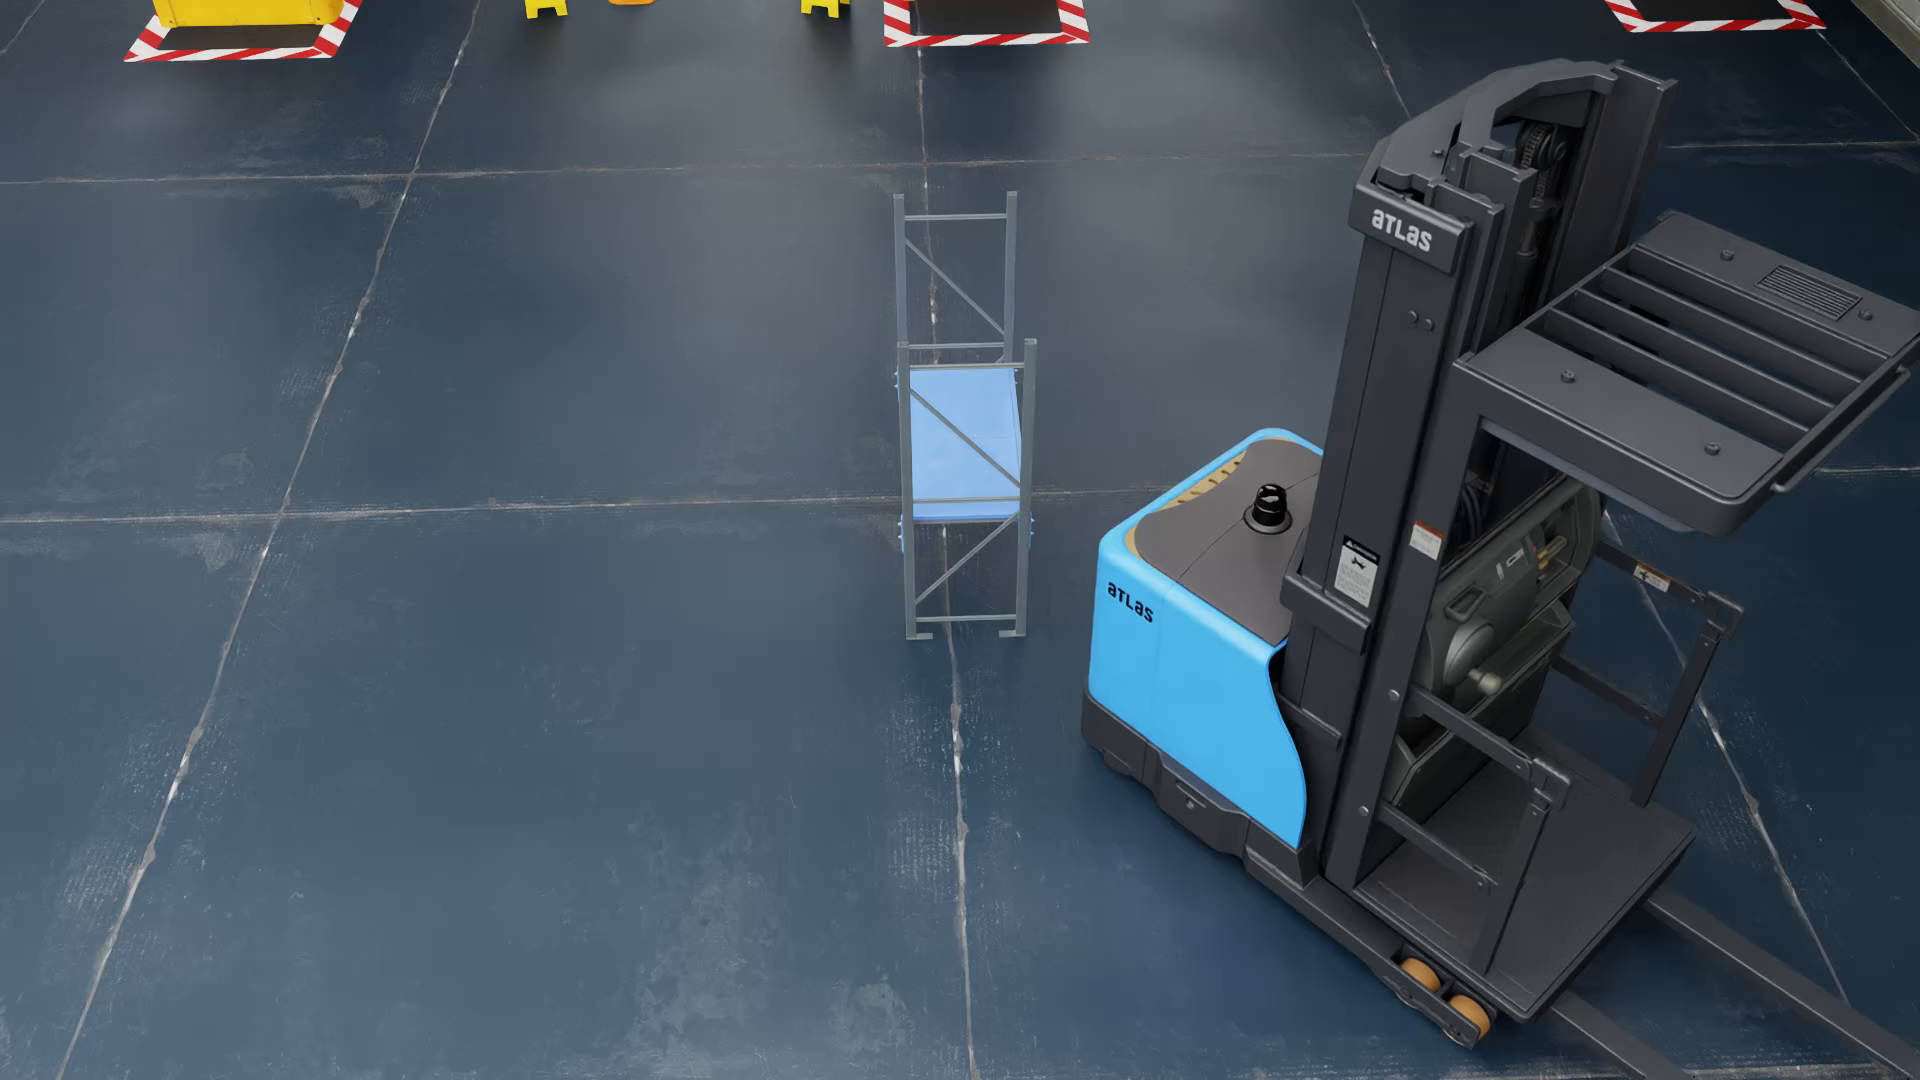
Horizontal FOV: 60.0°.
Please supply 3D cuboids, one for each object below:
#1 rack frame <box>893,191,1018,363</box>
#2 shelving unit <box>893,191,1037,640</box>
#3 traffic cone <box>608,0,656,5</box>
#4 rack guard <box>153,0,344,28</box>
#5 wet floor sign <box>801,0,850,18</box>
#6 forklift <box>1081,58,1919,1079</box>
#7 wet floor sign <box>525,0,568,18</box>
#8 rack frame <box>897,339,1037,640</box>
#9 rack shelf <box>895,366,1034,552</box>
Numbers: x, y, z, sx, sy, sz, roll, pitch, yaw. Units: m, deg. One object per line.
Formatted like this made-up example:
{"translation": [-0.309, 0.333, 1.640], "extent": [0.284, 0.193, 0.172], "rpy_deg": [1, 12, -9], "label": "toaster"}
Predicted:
{"translation": [-0.018, -0.838, 7.204], "extent": [0.500, 1.500, 0.032], "rpy_deg": [-2, 43, -2], "label": "rack frame"}
{"translation": [0.004, -0.495, 6.830], "extent": [0.538, 1.500, 1.048], "rpy_deg": [-2, 43, -2], "label": "shelving unit"}
{"translation": [-2.258, -3.956, 11.373], "extent": [0.336, 0.463, 0.334], "rpy_deg": [-2, 43, -2], "label": "traffic cone"}
{"translation": [-4.797, -3.751, 11.122], "extent": [1.175, 0.500, 0.348], "rpy_deg": [-2, 43, -2], "label": "rack guard"}
{"translation": [-0.918, -3.872, 11.147], "extent": [0.267, 0.644, 0.232], "rpy_deg": [12, 44, 13], "label": "wet floor sign"}
{"translation": [1.849, 0.208, 5.004], "extent": [1.130, 2.935, 3.031], "rpy_deg": [-33, 52, -30], "label": "forklift"}
{"translation": [-2.819, -3.858, 11.131], "extent": [0.267, 0.644, 0.232], "rpy_deg": [-8, 43, -9], "label": "wet floor sign"}
{"translation": [0.025, -0.152, 6.456], "extent": [0.500, 1.500, 0.032], "rpy_deg": [-2, 43, -2], "label": "rack frame"}
{"translation": [0.004, -0.363, 6.952], "extent": [0.538, 0.185, 1.000], "rpy_deg": [-2, 43, -2], "label": "rack shelf"}
